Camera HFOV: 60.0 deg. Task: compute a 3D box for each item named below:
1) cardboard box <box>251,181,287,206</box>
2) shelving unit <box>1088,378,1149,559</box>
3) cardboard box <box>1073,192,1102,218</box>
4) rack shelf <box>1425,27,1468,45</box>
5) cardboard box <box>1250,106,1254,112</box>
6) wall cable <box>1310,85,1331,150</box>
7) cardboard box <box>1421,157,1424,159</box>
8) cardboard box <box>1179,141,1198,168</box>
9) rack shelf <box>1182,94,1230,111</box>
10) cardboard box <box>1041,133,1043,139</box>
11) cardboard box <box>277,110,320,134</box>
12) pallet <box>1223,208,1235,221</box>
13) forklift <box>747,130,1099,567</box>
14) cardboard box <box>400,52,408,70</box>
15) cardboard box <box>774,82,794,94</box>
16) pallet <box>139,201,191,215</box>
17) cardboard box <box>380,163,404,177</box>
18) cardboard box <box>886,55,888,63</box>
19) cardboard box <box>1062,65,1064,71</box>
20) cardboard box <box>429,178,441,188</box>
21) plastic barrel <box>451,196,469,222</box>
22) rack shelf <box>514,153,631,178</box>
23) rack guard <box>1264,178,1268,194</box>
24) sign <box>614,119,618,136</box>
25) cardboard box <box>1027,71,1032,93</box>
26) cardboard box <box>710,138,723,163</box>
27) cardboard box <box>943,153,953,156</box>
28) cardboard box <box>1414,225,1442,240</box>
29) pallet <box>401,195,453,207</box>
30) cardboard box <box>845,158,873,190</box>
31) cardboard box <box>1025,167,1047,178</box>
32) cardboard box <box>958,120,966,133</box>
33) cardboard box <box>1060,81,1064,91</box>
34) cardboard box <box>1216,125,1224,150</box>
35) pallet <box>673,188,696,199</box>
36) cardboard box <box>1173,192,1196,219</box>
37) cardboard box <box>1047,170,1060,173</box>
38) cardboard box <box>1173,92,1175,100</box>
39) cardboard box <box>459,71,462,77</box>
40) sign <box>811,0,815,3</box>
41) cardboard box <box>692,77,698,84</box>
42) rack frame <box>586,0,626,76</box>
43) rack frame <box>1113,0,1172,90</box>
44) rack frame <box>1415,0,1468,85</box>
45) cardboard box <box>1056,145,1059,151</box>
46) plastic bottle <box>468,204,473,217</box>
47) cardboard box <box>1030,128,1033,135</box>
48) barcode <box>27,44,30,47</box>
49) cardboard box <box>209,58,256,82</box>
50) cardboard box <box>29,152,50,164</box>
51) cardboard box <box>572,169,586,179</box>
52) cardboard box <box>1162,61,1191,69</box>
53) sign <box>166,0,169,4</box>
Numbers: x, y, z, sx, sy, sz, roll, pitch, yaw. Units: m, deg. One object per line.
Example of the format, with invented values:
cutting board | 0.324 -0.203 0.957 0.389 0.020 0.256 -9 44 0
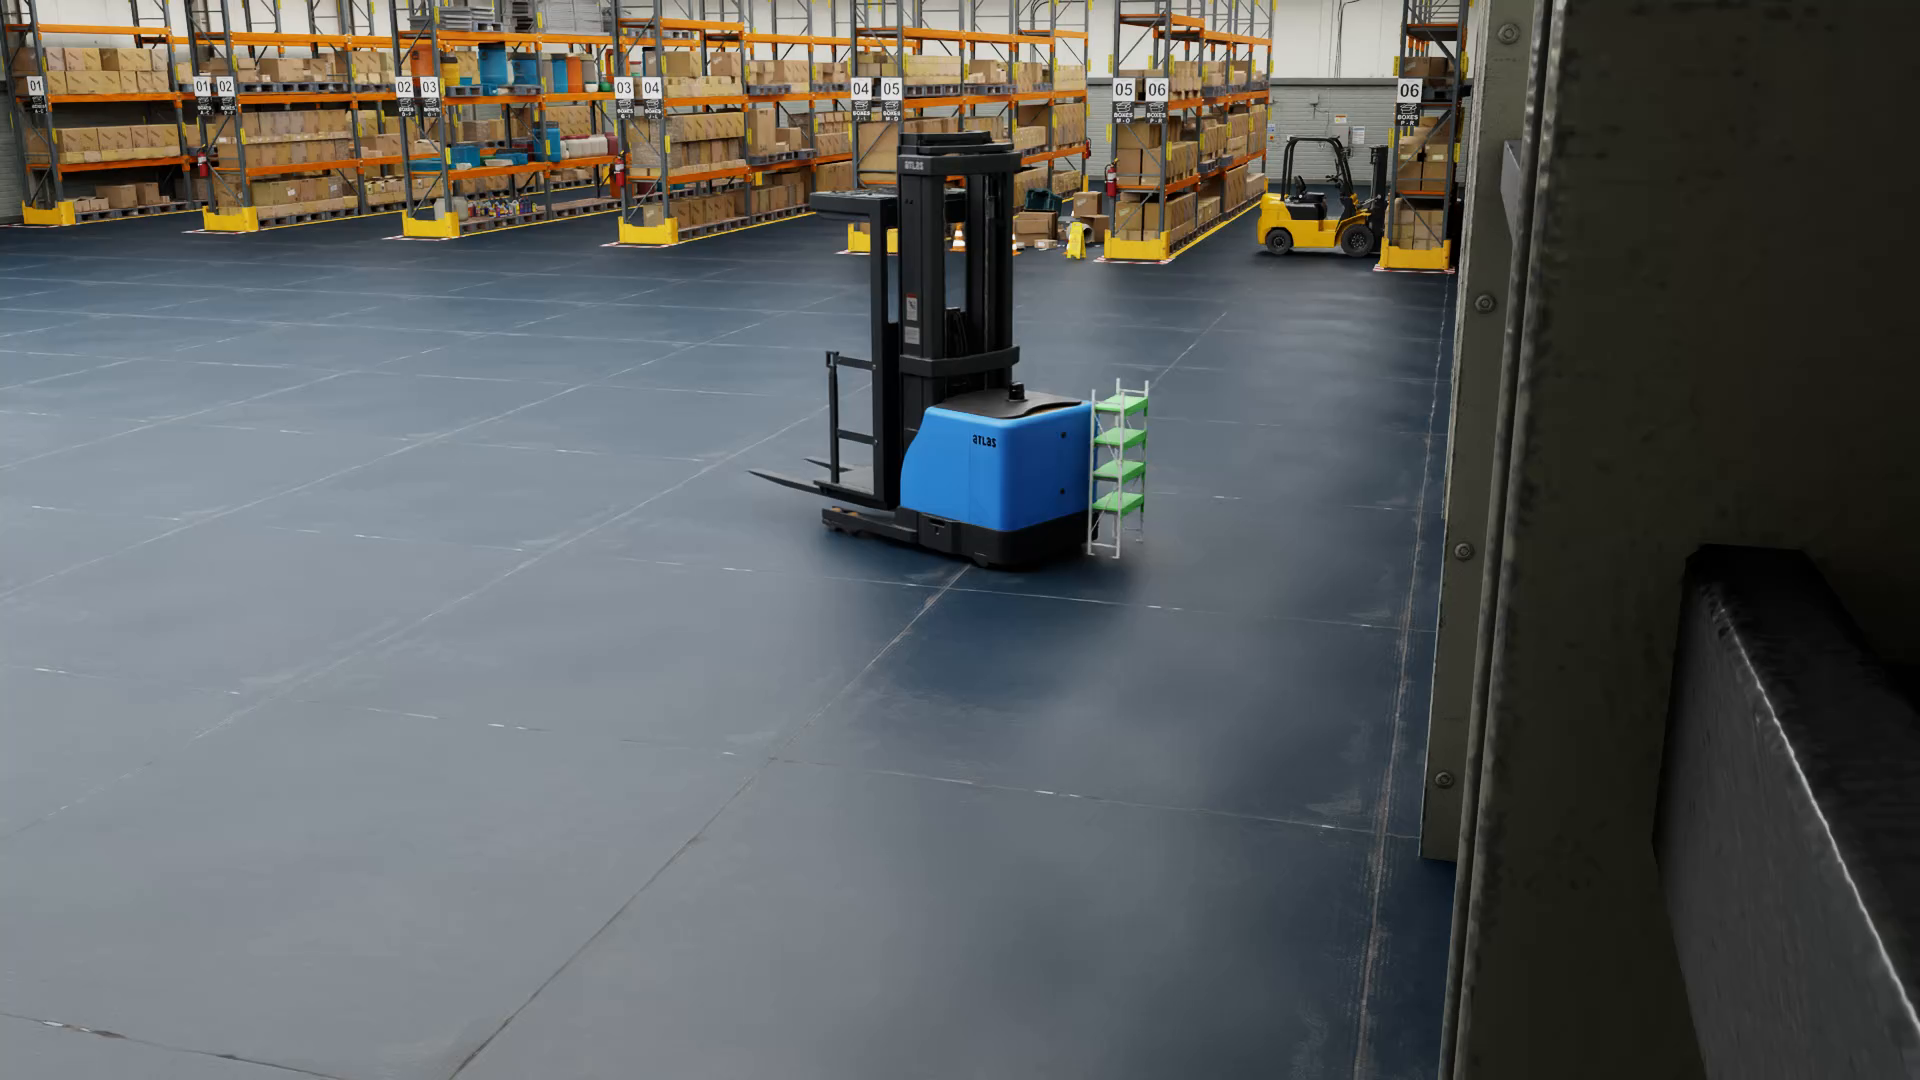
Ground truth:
cardboard box | -15.257 -7.660 36.733 0.500 0.500 0.500 5 16 16
shelving unit | 1.137 -0.519 11.959 0.258 1.200 0.503 8 18 25
cardboard box | 2.657 -6.966 34.587 0.500 0.500 0.500 5 16 16
rack shelf | 11.974 -12.445 41.040 1.077 0.370 4.000 5 16 16
cardboard box | 7.203 -10.870 41.951 0.380 0.149 0.250 5 16 15
wall cable | 10.726 -12.673 49.650 0.588 1.984 0.122 5 16 16
cardboard box | 8.185 -6.710 30.307 0.500 0.500 0.500 4 16 15
cardboard box | 4.485 -7.730 33.358 0.500 0.500 0.500 4 16 14
rack shelf | 4.941 -9.295 35.423 1.077 0.370 4.000 5 16 16
cardboard box | 1.874 -10.161 41.801 0.380 0.149 0.250 5 17 16
cardboard box | -15.031 -9.505 37.781 0.700 0.500 0.500 5 16 16
pallet | 5.805 -7.580 38.666 1.003 0.211 1.213 5 16 16
forklift | -0.406 -1.544 12.401 3.031 2.935 1.130 15 21 42
cardboard box | -16.491 -13.970 48.536 0.500 0.500 0.500 4 16 15
cardboard box | -4.166 -10.455 38.471 0.500 0.250 0.500 5 17 17
pallet | -19.533 -8.075 40.413 1.003 0.211 1.213 5 16 16
cardboard box | -16.792 -10.876 48.987 0.700 0.500 0.500 5 17 17
cardboard box | -1.551 -9.256 32.015 0.380 0.149 0.250 5 17 17
cardboard box | 2.484 -12.258 43.180 0.380 0.149 0.250 4 16 14
cardboard box | -13.543 -9.115 42.210 0.500 0.311 0.500 4 16 15
plastic barrel | -10.758 -7.095 35.636 0.421 0.512 0.421 0 16 0
rack shelf | -9.309 -9.004 39.896 1.077 0.370 4.000 5 16 16
rack guard | 7.789 -9.618 45.322 1.175 0.500 0.348 5 16 16
sign | -6.792 -8.154 32.879 0.100 0.325 0.005 5 16 16
cardboard box | 1.424 -10.961 39.796 0.500 0.500 0.500 5 16 16
cardboard box | -5.538 -8.255 35.207 0.875 0.500 0.500 5 16 16
cardboard box | -0.630 -7.861 34.272 0.875 0.550 0.550 5 16 16
cardboard box | 8.328 -5.471 29.473 0.500 0.250 0.500 5 17 17
pallet | -13.760 -8.705 42.632 1.003 0.211 1.213 5 16 16
cardboard box | -3.018 -9.547 43.615 1.225 0.875 0.875 5 16 16
cardboard box | 1.902 -9.271 41.954 0.500 0.250 0.500 4 16 14
cardboard box | -0.267 -8.691 35.459 0.700 0.500 0.500 4 16 15
cardboard box | 2.389 -11.728 42.960 0.500 0.250 0.500 4 16 15
cardboard box | 5.510 -8.838 36.493 0.500 0.500 0.500 4 16 15
pallet | -7.864 -9.380 45.013 1.003 0.211 1.213 5 16 16
cardboard box | 4.462 -6.739 33.486 0.500 0.500 0.500 4 16 15
cardboard box | 2.570 -10.096 45.792 0.380 0.149 0.250 5 17 17
cardboard box | 3.738 -8.154 30.544 0.380 0.149 0.250 5 17 17
cardboard box | -13.397 -11.867 42.989 0.910 0.500 0.500 5 16 16
sign | -3.469 -12.824 39.193 0.100 0.325 0.005 5 16 16
cardboard box | -5.564 -9.351 33.848 0.380 0.149 0.250 4 16 13
rack frame | -8.741 -12.760 40.824 1.000 3.000 0.127 5 16 16
rack frame | 3.236 -9.514 29.382 1.000 3.000 0.127 5 16 16
rack frame | 10.269 -11.223 35.407 1.000 3.000 0.127 5 16 16
cardboard box | 2.376 -10.271 43.503 0.380 0.149 0.250 4 16 13
plastic bottle | -10.815 -7.260 36.614 0.152 0.276 0.135 5 17 16
cardboard box | 1.573 -10.031 40.799 0.380 0.149 0.250 4 16 13
barcode | -20.791 -11.034 37.123 0.001 0.075 0.075 5 16 16
cardboard box | -15.595 -10.078 35.651 0.797 0.503 0.637 6 17 20
cardboard box | -20.566 -8.624 37.474 0.500 0.250 0.500 5 17 17
cardboard box | -11.433 -10.833 49.258 0.500 0.250 0.500 5 16 16
cardboard box | 4.415 -9.650 33.945 0.500 0.250 0.500 5 17 17
sign | -18.861 -12.922 39.540 0.100 0.325 0.005 5 16 16
